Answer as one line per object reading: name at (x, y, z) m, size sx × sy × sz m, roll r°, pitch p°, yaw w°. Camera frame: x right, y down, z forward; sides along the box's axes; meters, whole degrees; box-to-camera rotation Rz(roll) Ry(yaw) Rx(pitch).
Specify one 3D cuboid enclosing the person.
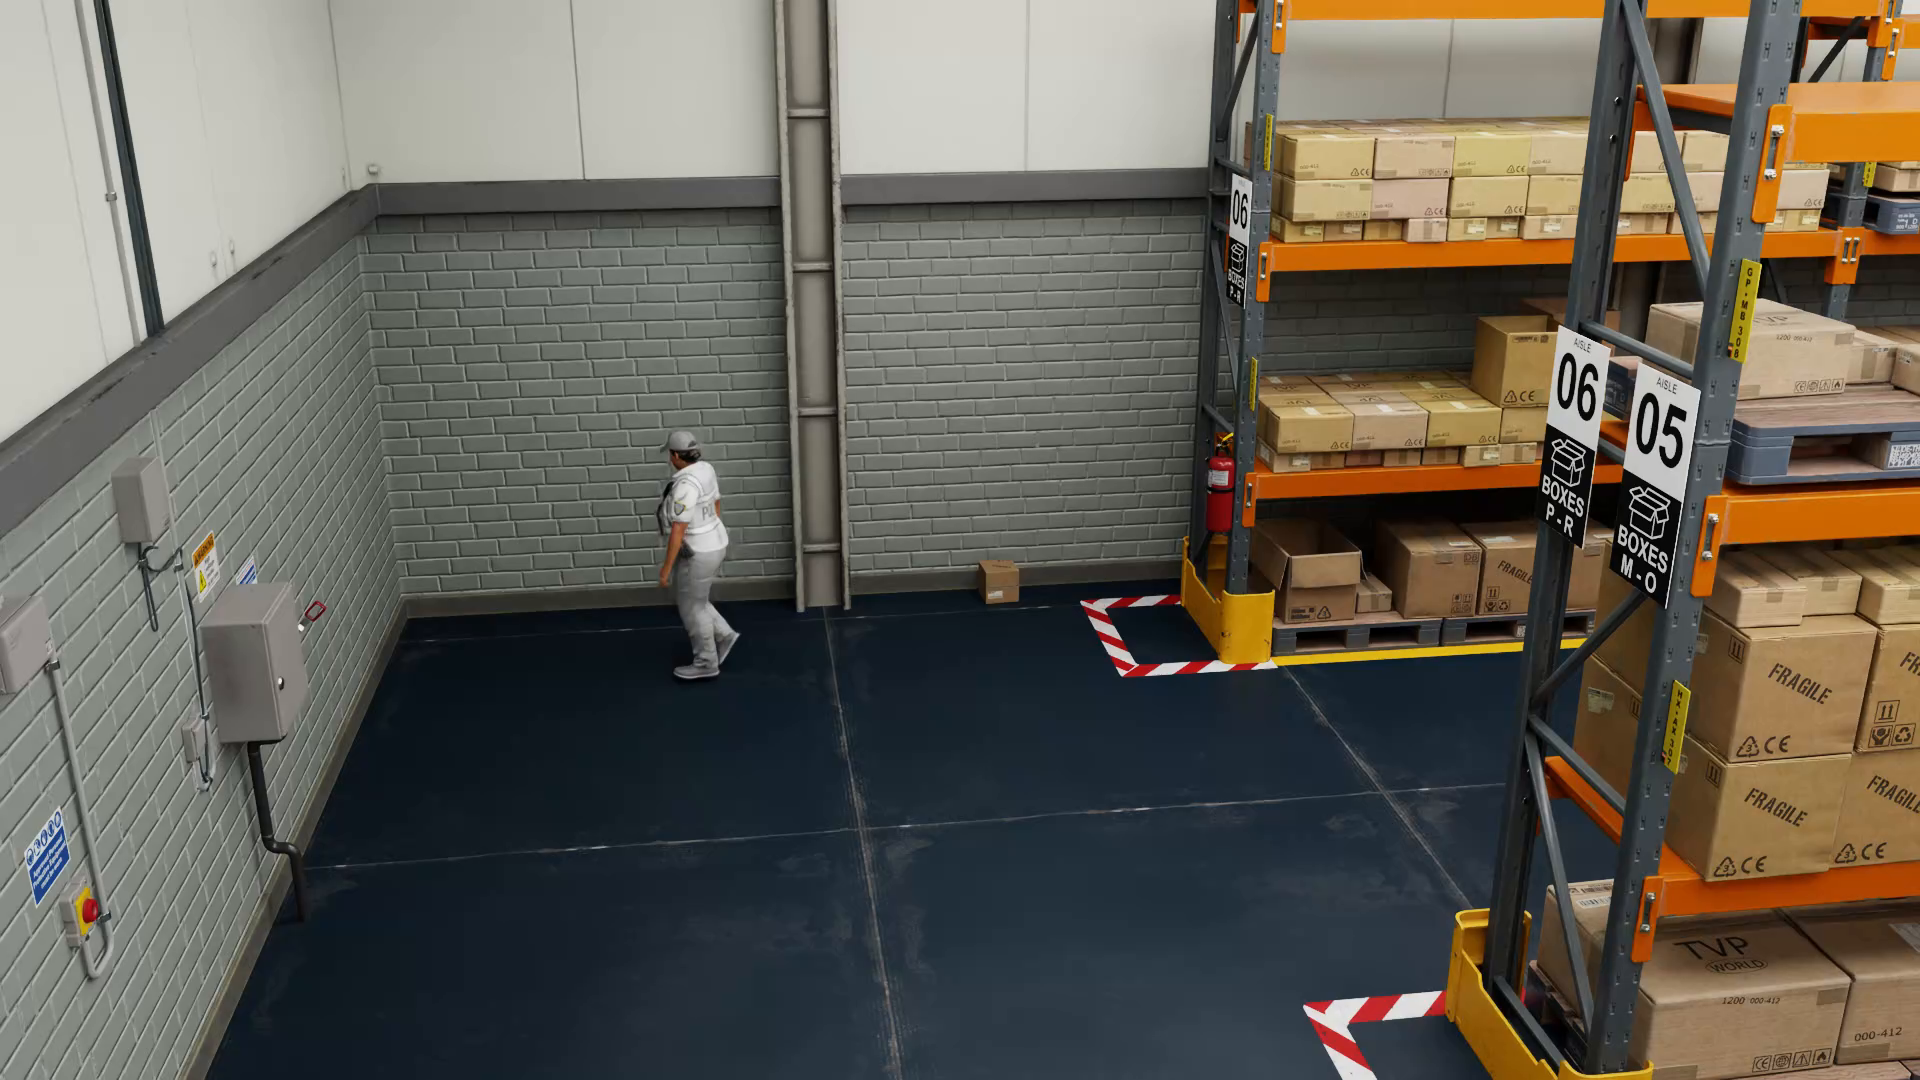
person at (-1.698, 0.093, 10.779) m, size 0.460 × 1.662 × 0.531 m, roll 2°, pitch 20°, yaw 5°
